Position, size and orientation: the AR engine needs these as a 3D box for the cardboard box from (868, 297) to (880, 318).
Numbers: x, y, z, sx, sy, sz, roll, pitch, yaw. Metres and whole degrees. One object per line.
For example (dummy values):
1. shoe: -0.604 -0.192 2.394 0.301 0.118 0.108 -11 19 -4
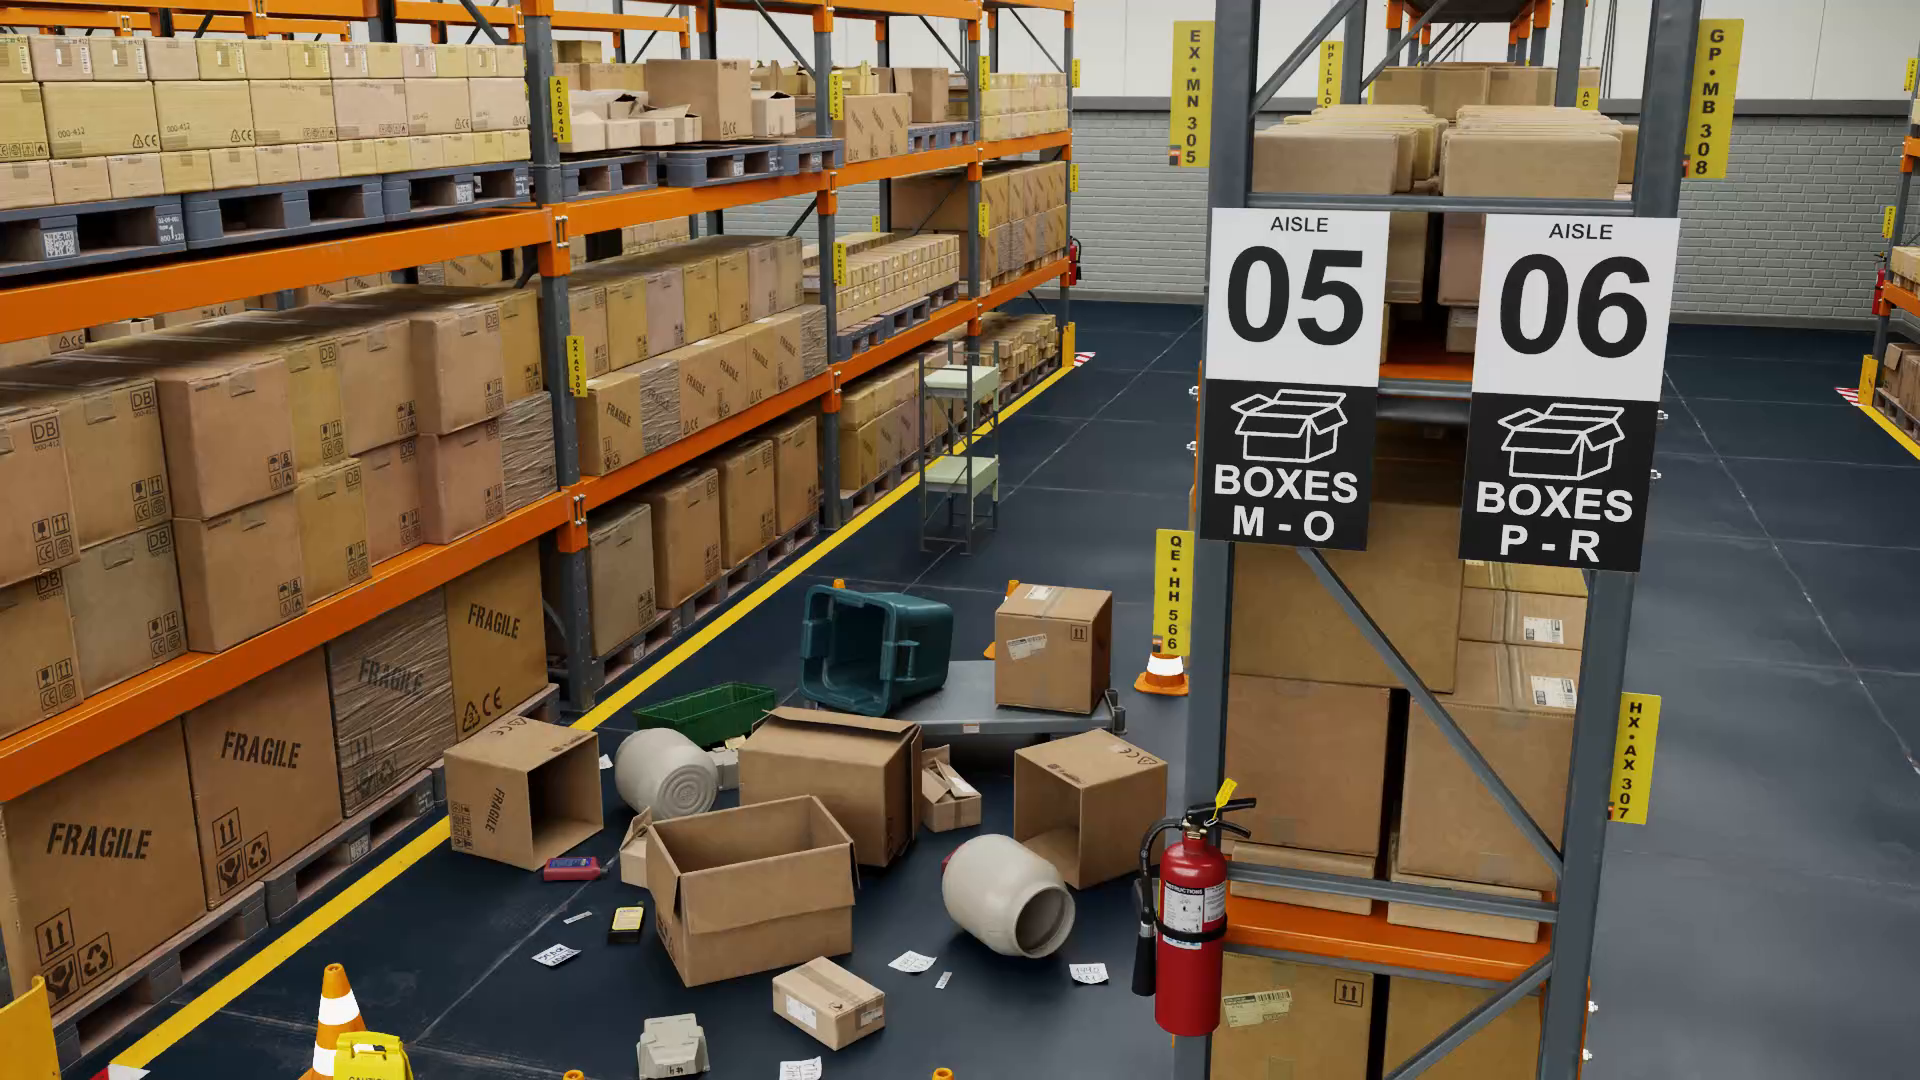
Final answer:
1. cardboard box: -0.889 -1.954 13.912 0.380 0.149 0.250 5 17 18

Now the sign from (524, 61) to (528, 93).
1. sign: -4.505 -4.821 17.308 0.100 0.325 0.005 5 16 16

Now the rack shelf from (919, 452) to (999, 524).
1. rack shelf: -0.002 -0.406 12.708 0.431 0.370 0.720 5 16 16

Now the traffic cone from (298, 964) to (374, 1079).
1. traffic cone: -2.199 1.725 5.900 0.336 0.463 0.334 5 16 16

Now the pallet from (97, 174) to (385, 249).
1. pallet: -3.166 -1.382 6.871 1.003 0.211 1.213 5 16 16

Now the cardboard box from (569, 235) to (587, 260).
1. cardboard box: -4.497 -3.321 18.770 0.500 0.250 0.500 5 16 16

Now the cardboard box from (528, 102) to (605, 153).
1. cardboard box: -2.164 -2.280 9.169 0.258 0.266 0.396 4 16 15

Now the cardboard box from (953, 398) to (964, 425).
1. cardboard box: -0.270 -1.393 16.053 0.500 0.500 0.500 4 16 15

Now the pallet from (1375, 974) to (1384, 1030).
1. pallet: 1.698 1.684 6.504 1.003 0.211 1.213 5 16 16

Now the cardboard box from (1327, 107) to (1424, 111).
1. cardboard box: 1.668 -1.666 6.708 0.380 0.149 0.250 4 16 14

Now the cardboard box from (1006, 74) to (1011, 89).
1. cardboard box: 0.311 -4.739 17.172 0.380 0.149 0.250 4 16 14

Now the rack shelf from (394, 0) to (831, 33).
1. rack shelf: -2.006 -3.384 10.321 1.077 0.370 4.000 5 16 16

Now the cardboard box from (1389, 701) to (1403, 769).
1. cardboard box: 1.275 0.631 5.568 0.380 0.149 0.250 5 17 17

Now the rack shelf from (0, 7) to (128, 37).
1. rack shelf: -10.345 -5.226 16.814 1.077 0.370 4.000 5 16 16

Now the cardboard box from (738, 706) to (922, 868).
1. cardboard box: -0.607 1.125 7.692 0.797 0.637 0.503 5 16 16

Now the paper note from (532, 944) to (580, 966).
1. paper note: -1.650 1.695 6.802 0.144 0.017 0.142 11 19 35

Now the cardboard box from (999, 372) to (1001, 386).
1. cardboard box: 0.231 -1.716 17.838 0.380 0.149 0.250 4 16 15

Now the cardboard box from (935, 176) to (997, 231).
1. cardboard box: 0.061 -3.378 16.680 0.500 0.500 0.500 5 17 17

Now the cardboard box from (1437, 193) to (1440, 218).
1. cardboard box: 1.675 -1.440 6.643 0.500 0.250 0.500 4 16 15

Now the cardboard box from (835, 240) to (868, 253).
1. cardboard box: -1.076 -2.701 15.455 0.380 0.149 0.250 4 16 15

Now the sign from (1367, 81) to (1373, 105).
1. sign: 2.807 -2.977 11.240 0.100 0.325 0.005 5 16 16

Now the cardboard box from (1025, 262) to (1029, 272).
1. cardboard box: 0.563 -3.095 18.703 0.380 0.149 0.250 4 16 14

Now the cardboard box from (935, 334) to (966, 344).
1. cardboard box: -0.149 -2.183 18.394 0.380 0.149 0.250 4 16 14

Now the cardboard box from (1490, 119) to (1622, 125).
1. cardboard box: 1.820 -1.214 5.116 0.380 0.149 0.250 5 17 17

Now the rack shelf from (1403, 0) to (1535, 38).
1. rack shelf: 3.905 -4.073 12.750 1.077 0.370 4.000 5 16 16

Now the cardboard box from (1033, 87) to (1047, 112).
1. cardboard box: 0.656 -4.856 18.315 0.500 0.250 0.500 5 17 17

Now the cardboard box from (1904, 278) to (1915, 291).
1. cardboard box: 9.986 -2.656 17.156 0.380 0.149 0.250 5 17 17

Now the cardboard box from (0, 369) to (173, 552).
1. cardboard box: -3.501 -0.304 6.149 0.875 0.550 0.550 5 16 16

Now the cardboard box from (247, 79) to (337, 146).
1. cardboard box: -2.899 -1.734 6.724 0.500 0.250 0.500 5 16 16

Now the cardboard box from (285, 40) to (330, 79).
1. cardboard box: -2.804 -1.952 6.762 0.380 0.149 0.250 5 17 17

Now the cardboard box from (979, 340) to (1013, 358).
1. cardboard box: 0.358 -2.065 17.977 0.380 0.149 0.250 5 17 17

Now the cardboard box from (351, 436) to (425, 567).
1. cardboard box: -3.069 -0.210 7.799 0.875 0.550 0.550 5 16 16

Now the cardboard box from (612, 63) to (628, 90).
1. cardboard box: -4.364 -5.388 19.696 0.700 0.500 0.500 3 16 12

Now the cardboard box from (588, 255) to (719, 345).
1. cardboard box: -2.006 -1.572 10.858 0.700 0.500 0.500 4 16 15

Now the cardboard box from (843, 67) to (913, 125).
1. cardboard box: -0.866 -3.907 14.652 0.797 0.503 0.637 4 16 15

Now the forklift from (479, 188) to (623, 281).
1. forklift: -3.673 -1.998 14.503 1.130 2.935 3.031 7 17 24

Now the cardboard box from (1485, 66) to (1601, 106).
1. cardboard box: 2.882 -2.222 8.260 0.500 0.250 0.500 4 16 15

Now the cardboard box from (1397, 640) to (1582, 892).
1. cardboard box: 1.464 0.597 4.499 0.500 0.500 0.500 4 16 15

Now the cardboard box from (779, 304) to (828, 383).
1. cardboard box: -1.308 -1.469 12.329 0.500 0.500 0.500 5 16 16

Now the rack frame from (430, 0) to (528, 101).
1. rack frame: -5.028 -5.904 17.152 1.000 3.000 0.127 5 16 16

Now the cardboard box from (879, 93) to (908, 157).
1. cardboard box: -0.748 -3.442 13.788 0.500 0.500 0.500 5 16 16

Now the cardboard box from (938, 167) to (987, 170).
1. cardboard box: 0.006 -3.828 18.267 0.500 0.500 0.500 4 16 14

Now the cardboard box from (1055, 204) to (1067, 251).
1. cardboard box: 0.955 -3.707 19.672 0.500 0.500 0.500 5 17 17

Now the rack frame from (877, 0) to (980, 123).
1. rack frame: -0.301 -5.492 15.703 1.000 3.000 0.127 5 16 16

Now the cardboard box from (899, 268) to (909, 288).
1. cardboard box: -0.671 -2.303 14.597 0.380 0.149 0.250 5 17 18

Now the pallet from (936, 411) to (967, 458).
1. pallet: -0.521 -1.061 16.183 1.003 0.211 1.213 5 16 16

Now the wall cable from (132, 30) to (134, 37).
1. wall cable: -16.189 -8.061 30.447 3.097 2.526 0.112 5 16 16

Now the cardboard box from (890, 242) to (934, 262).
1. cardboard box: -0.453 -2.647 15.265 0.380 0.149 0.250 5 16 16

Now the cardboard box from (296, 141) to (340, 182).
1. cardboard box: -2.804 -1.566 6.865 0.380 0.149 0.250 5 16 16

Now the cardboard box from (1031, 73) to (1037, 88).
1. cardboard box: 0.629 -5.014 18.140 0.380 0.149 0.250 5 17 17

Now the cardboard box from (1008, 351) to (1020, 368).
1. cardboard box: 0.442 -1.991 18.263 0.380 0.149 0.250 4 16 15

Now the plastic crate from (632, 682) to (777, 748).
1. plastic crate: -1.368 0.959 9.000 0.662 0.188 0.450 -15 11 -41

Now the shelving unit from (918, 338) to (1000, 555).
1. shelving unit: -0.002 -0.720 12.619 0.431 1.500 0.755 5 16 16

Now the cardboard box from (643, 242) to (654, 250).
1. cardboard box: -3.966 -3.557 20.333 0.380 0.149 0.250 4 16 15

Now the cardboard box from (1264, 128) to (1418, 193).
1. cardboard box: 0.986 -0.991 4.329 0.380 0.149 0.250 5 17 17

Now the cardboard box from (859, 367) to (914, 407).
1. cardboard box: -0.713 -1.343 14.504 0.500 0.250 0.500 5 17 16
